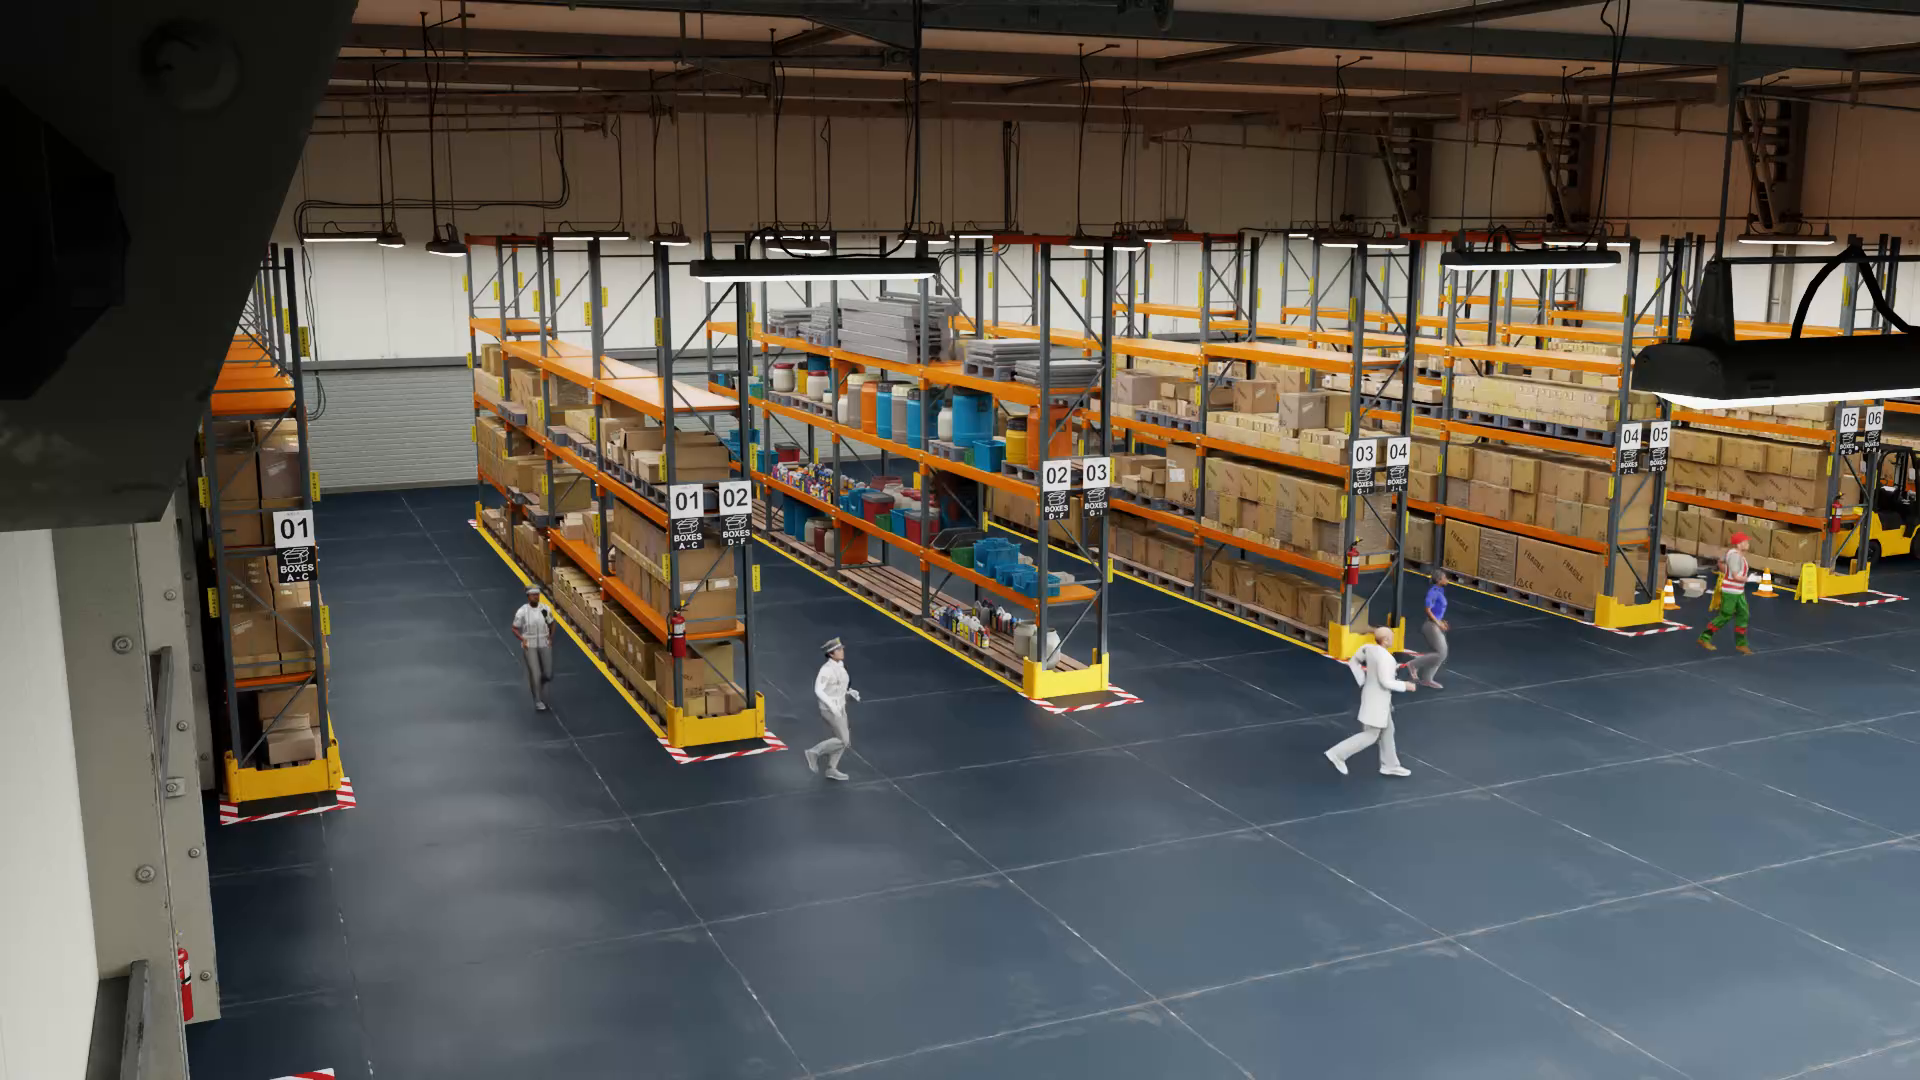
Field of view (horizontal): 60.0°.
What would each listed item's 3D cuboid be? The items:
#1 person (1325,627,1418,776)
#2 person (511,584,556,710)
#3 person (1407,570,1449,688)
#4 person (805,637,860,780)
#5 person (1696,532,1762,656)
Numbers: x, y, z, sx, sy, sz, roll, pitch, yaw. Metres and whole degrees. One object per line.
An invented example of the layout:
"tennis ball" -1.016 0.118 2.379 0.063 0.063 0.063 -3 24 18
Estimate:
"person" 4.700 1.944 18.914 0.985 1.570 0.690 -1 11 -3
"person" -5.543 1.372 21.711 0.574 1.649 0.557 -5 12 -26
"person" 6.431 1.204 22.800 0.528 1.610 0.573 3 11 17
"person" -1.450 1.911 18.965 0.588 1.671 0.610 2 11 10
"person" 11.294 0.790 24.367 0.806 1.847 0.680 6 12 27
